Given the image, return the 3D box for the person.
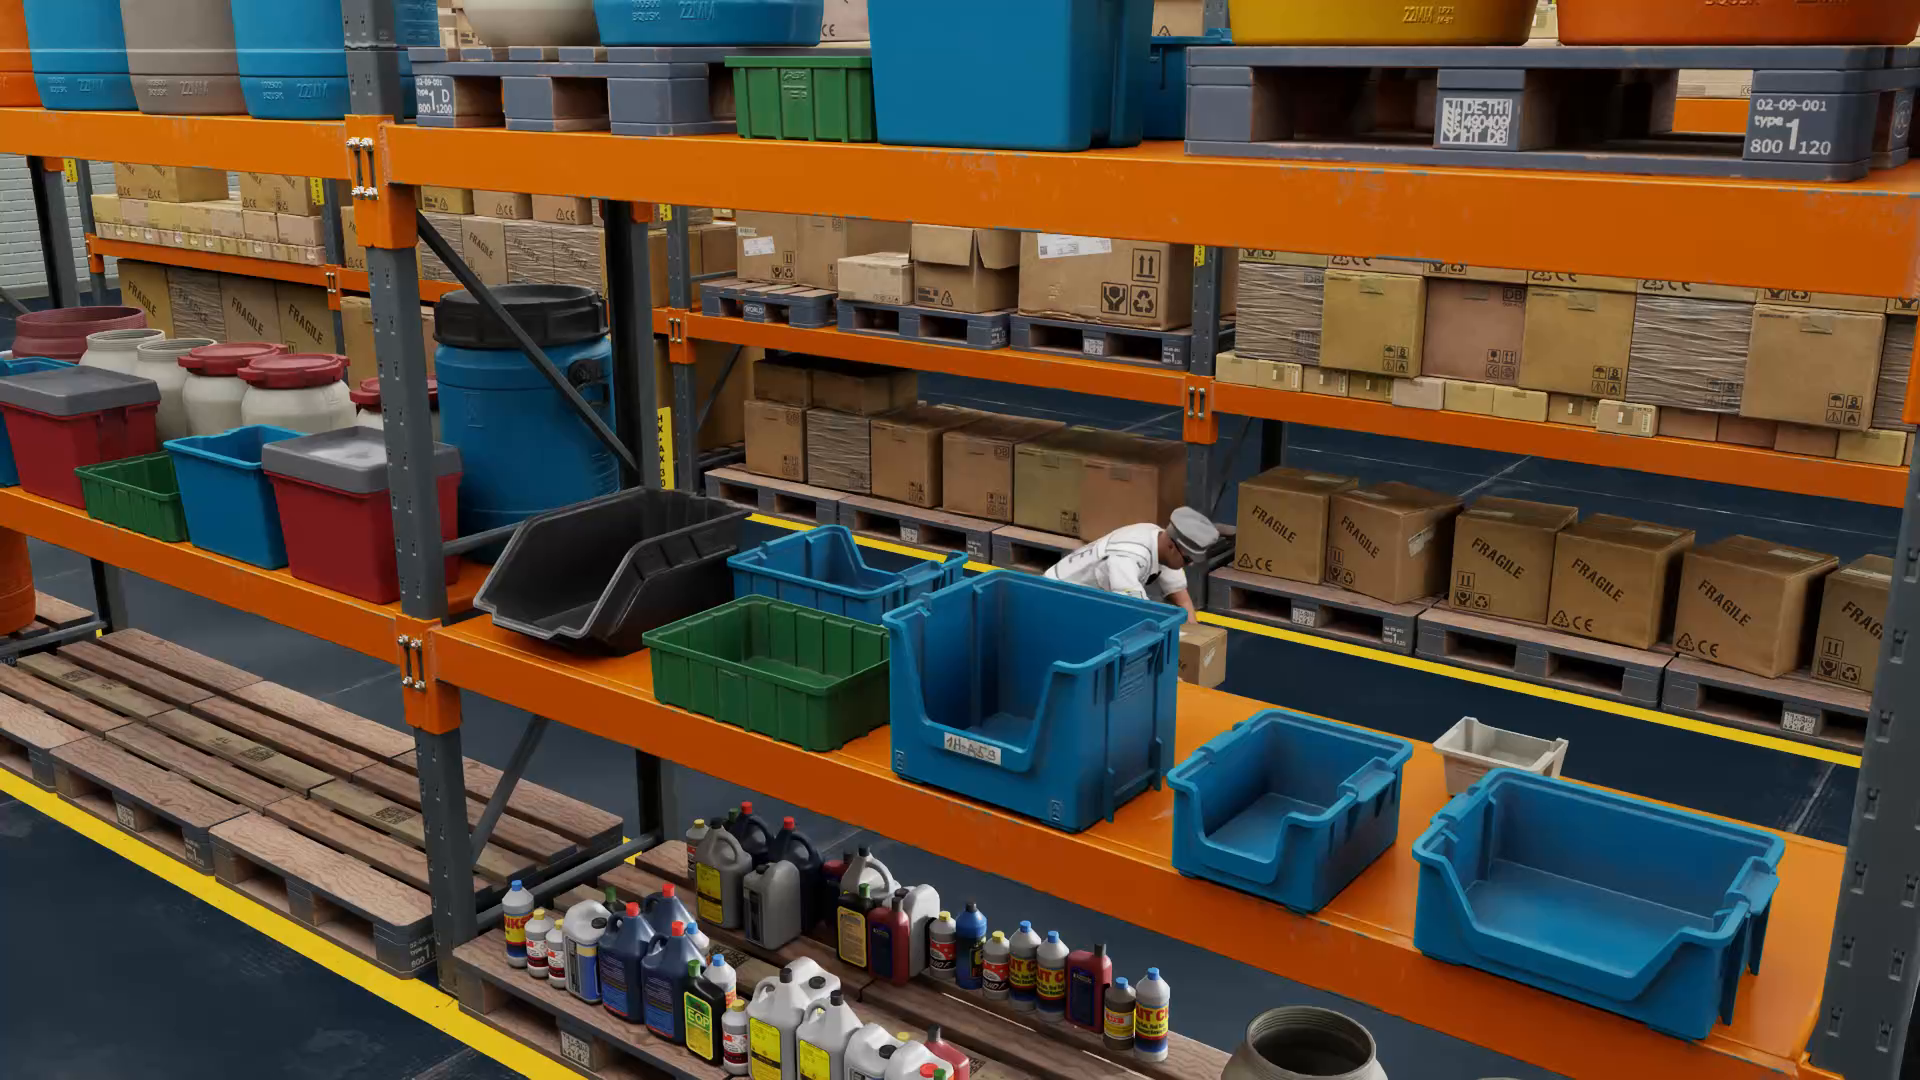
[{"bbox_3d":[0.782,0.312,7.803,0.882,1.007,0.564,12,20,35],"label":"person"}]
